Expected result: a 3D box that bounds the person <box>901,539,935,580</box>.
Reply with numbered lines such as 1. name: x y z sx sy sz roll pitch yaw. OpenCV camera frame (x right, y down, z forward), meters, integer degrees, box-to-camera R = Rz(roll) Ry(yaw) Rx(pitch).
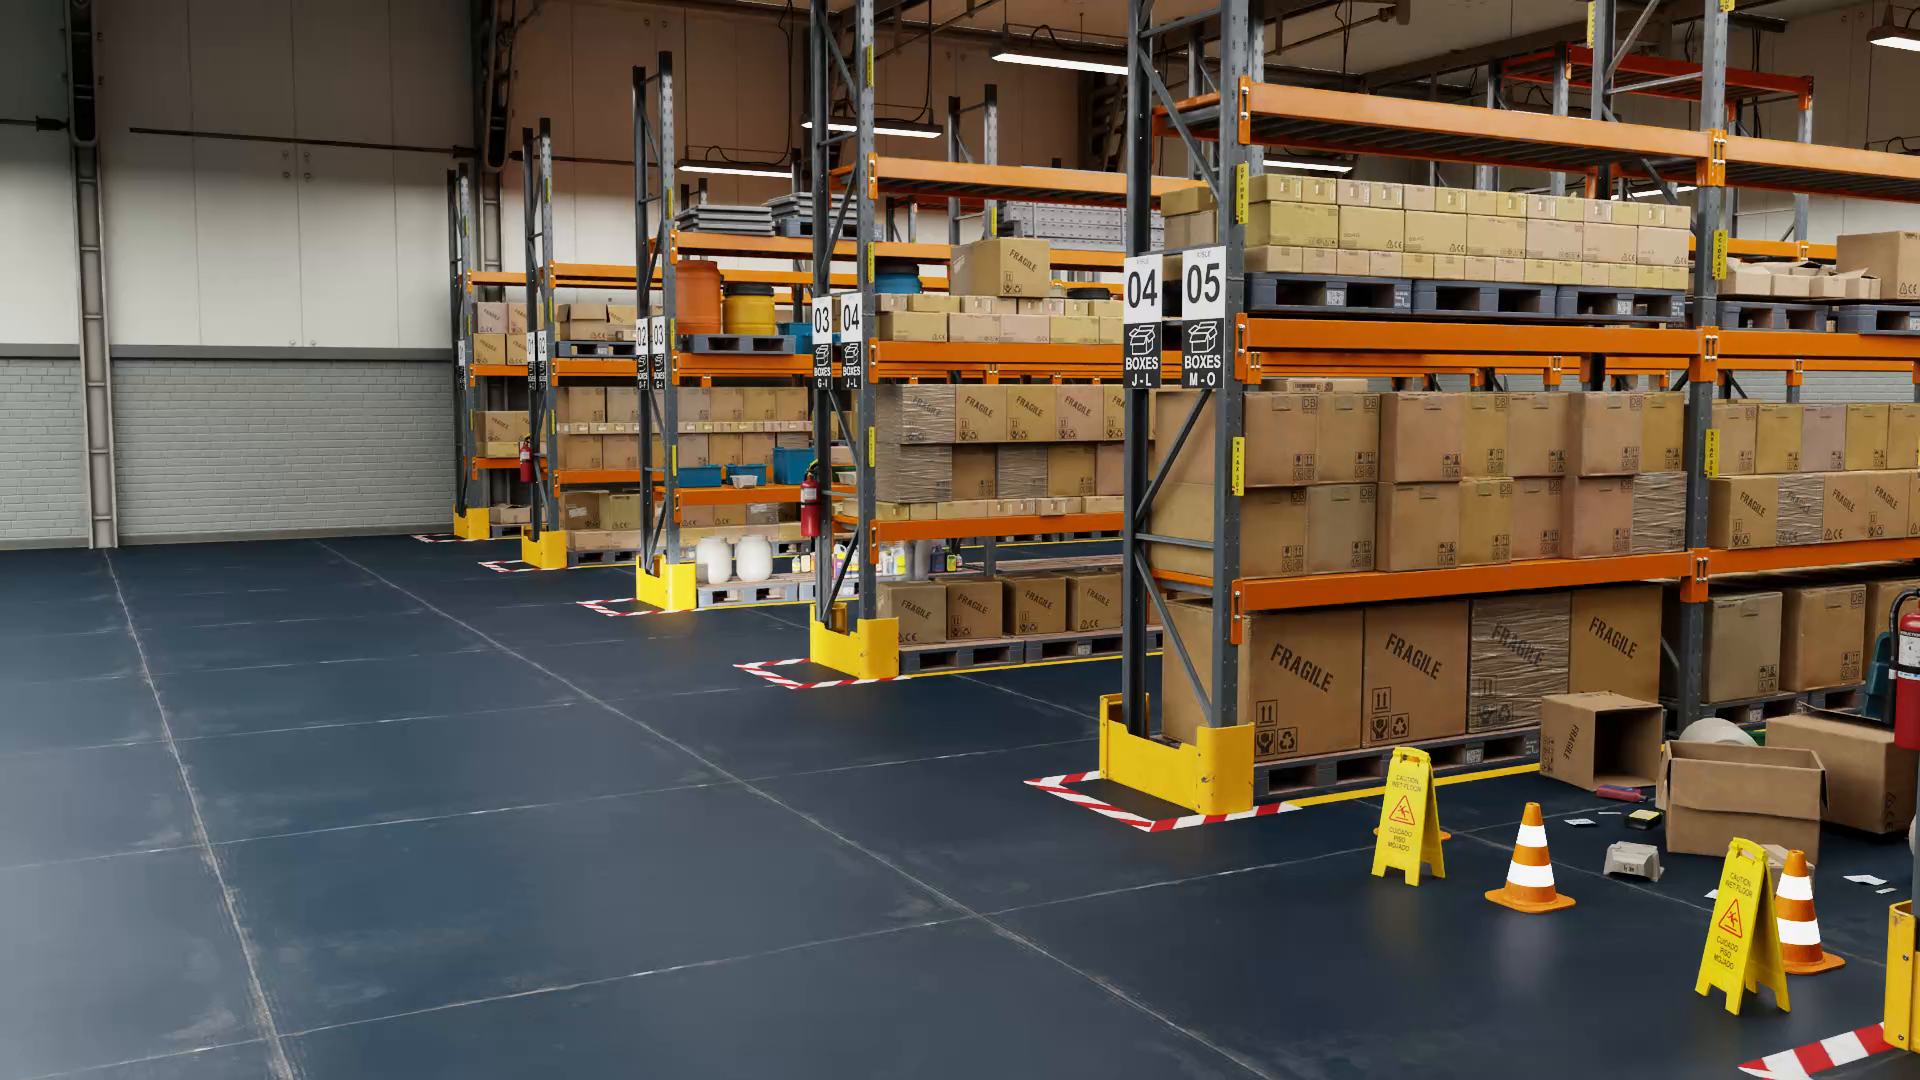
1. person: -0.490 -0.008 17.418 0.487 1.692 0.489 -3 6 -29
